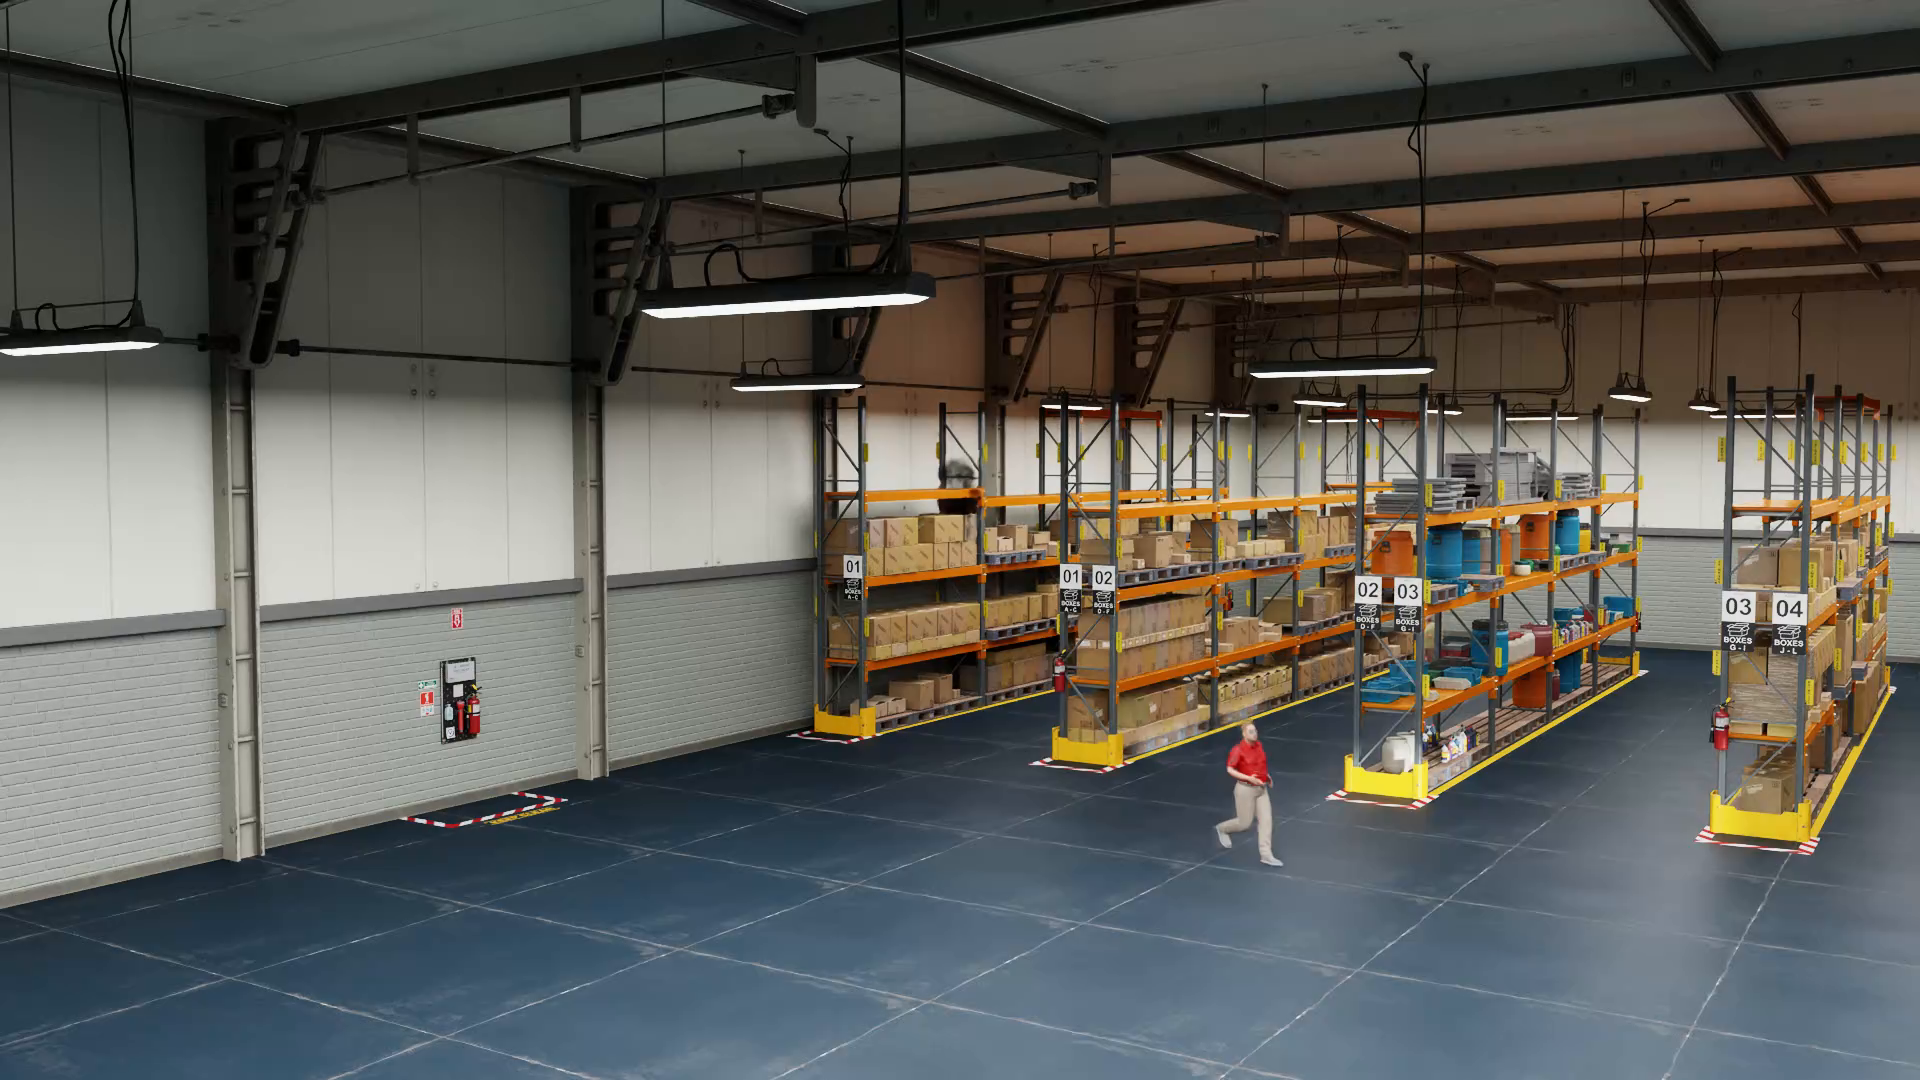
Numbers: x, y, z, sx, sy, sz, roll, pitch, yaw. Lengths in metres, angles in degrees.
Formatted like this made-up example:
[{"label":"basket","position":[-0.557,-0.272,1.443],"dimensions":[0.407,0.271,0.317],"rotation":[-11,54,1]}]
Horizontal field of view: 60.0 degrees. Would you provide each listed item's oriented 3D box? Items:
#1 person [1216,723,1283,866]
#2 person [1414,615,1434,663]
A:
[{"label":"person","position":[3.572,3.079,20.343],"dimensions":[0.678,1.693,0.992],"rotation":[-2,4,-34]},{"label":"person","position":[9.846,2.319,35.097],"dimensions":[0.549,1.724,0.775],"rotation":[1,3,24]}]
